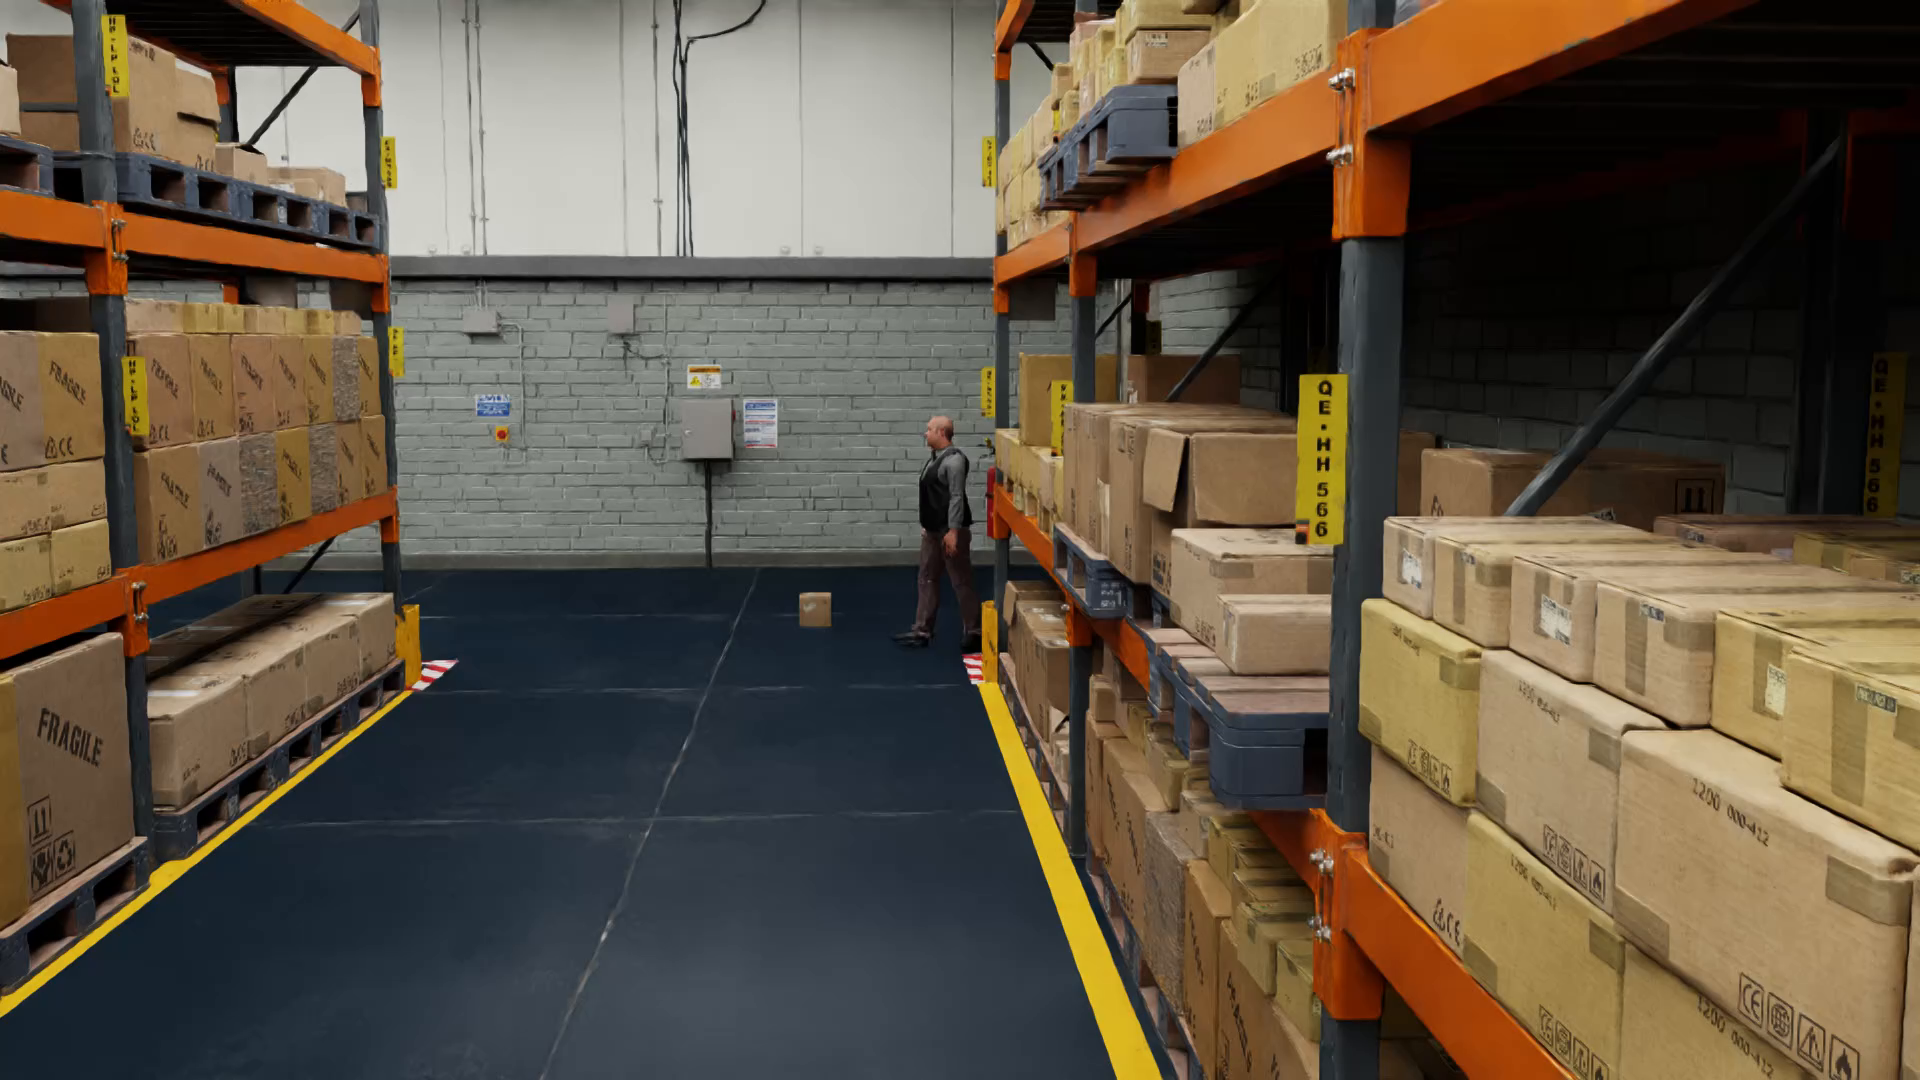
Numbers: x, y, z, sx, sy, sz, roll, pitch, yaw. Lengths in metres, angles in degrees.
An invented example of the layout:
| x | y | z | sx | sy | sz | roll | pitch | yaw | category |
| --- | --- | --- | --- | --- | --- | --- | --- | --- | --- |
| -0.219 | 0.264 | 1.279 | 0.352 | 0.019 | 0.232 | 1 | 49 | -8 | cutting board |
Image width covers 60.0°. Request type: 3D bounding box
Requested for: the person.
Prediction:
| x | y | z | sx | sy | sz | roll | pitch | yaw | category |
| --- | --- | --- | --- | --- | --- | --- | --- | --- | --- |
| -0.162 | -0.061 | 12.302 | 0.630 | 1.722 | 0.655 | -3 | 7 | -22 | person |
